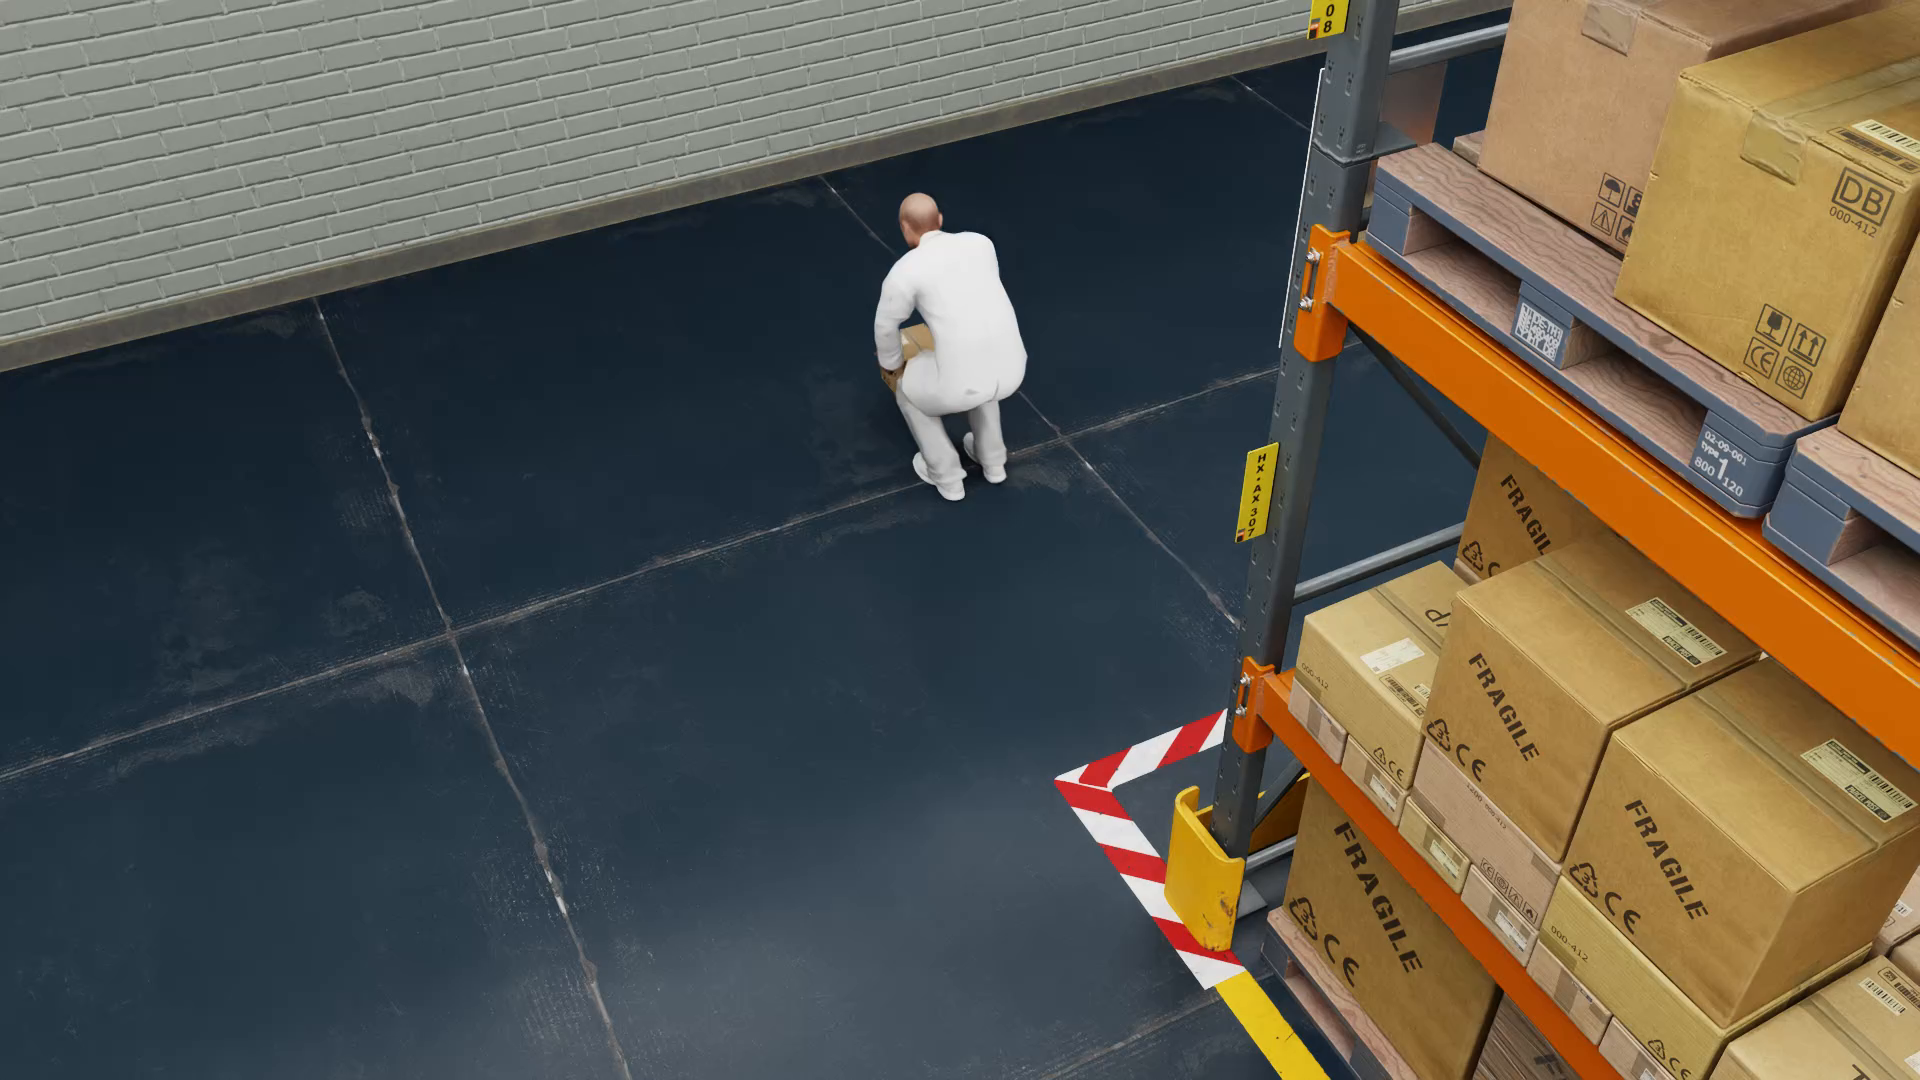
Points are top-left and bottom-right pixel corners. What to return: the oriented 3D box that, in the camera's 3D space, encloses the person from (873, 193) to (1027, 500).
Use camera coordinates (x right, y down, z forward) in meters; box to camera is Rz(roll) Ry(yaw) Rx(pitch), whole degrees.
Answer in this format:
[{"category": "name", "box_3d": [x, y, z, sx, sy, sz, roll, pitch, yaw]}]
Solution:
[{"category": "person", "box_3d": [-0.041, -0.838, 7.485, 0.631, 1.335, 0.764, -19, 44, -20]}]
